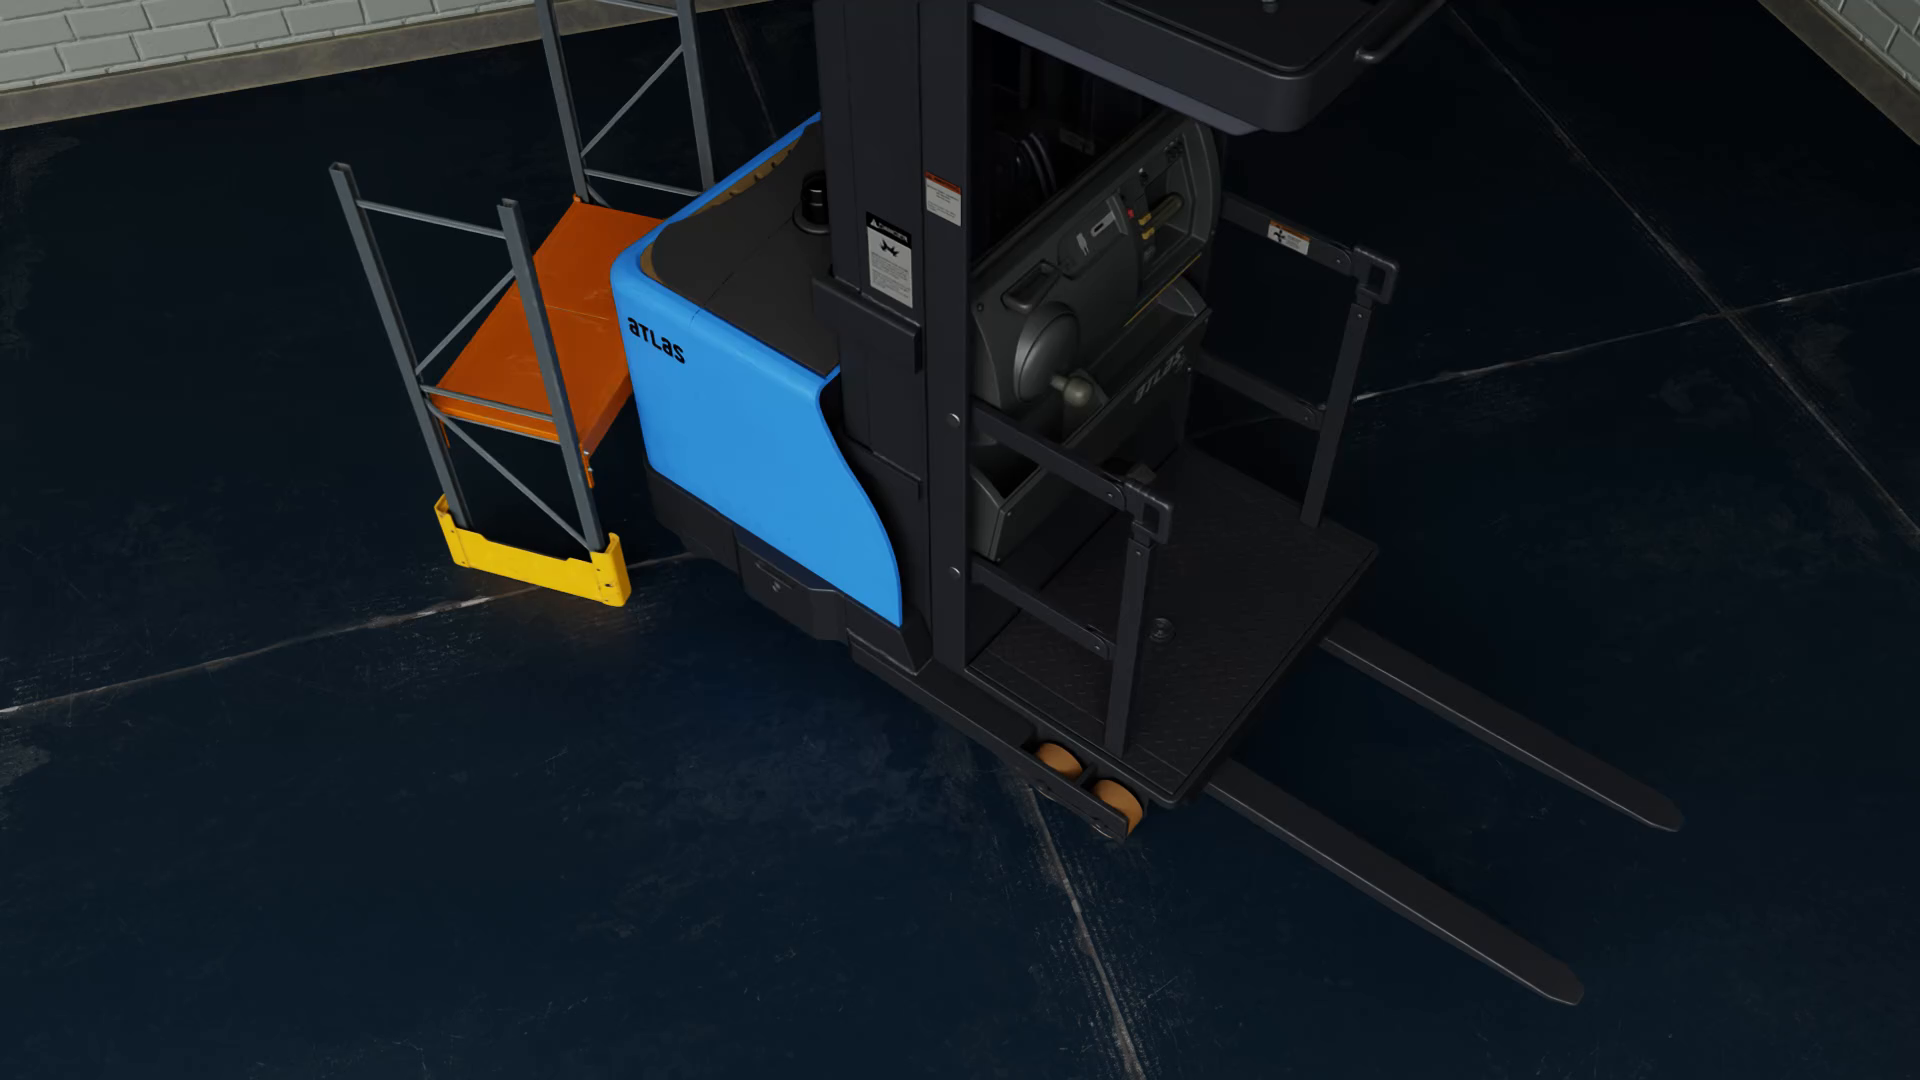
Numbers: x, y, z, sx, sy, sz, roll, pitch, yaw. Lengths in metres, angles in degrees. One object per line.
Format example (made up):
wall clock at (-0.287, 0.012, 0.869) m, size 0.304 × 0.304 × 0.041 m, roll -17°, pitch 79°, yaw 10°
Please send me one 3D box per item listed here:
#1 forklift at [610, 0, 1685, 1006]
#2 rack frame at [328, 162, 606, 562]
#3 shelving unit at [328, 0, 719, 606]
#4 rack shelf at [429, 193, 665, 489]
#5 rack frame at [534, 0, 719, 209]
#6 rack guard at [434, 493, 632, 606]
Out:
forklift at (0.503, -0.593, 3.833) m, size 3.031 × 2.935 × 1.130 m, roll 31°, pitch 56°, yaw 23°
rack frame at (-1.297, -0.374, 4.584) m, size 0.500 × 1.500 × 0.032 m, roll 14°, pitch 51°, yaw 11°
shelving unit at (-1.144, -0.737, 4.890) m, size 0.587 × 1.500 × 1.083 m, roll 14°, pitch 51°, yaw 11°
rack shelf at (-1.141, -0.628, 5.034) m, size 0.538 × 0.185 × 1.000 m, roll 14°, pitch 51°, yaw 11°
rack frame at (-0.985, -1.114, 5.208) m, size 0.500 × 1.500 × 0.032 m, roll 14°, pitch 51°, yaw 11°
rack guard at (-1.297, 0.028, 5.063) m, size 0.587 × 0.250 × 0.087 m, roll 14°, pitch 51°, yaw 11°
